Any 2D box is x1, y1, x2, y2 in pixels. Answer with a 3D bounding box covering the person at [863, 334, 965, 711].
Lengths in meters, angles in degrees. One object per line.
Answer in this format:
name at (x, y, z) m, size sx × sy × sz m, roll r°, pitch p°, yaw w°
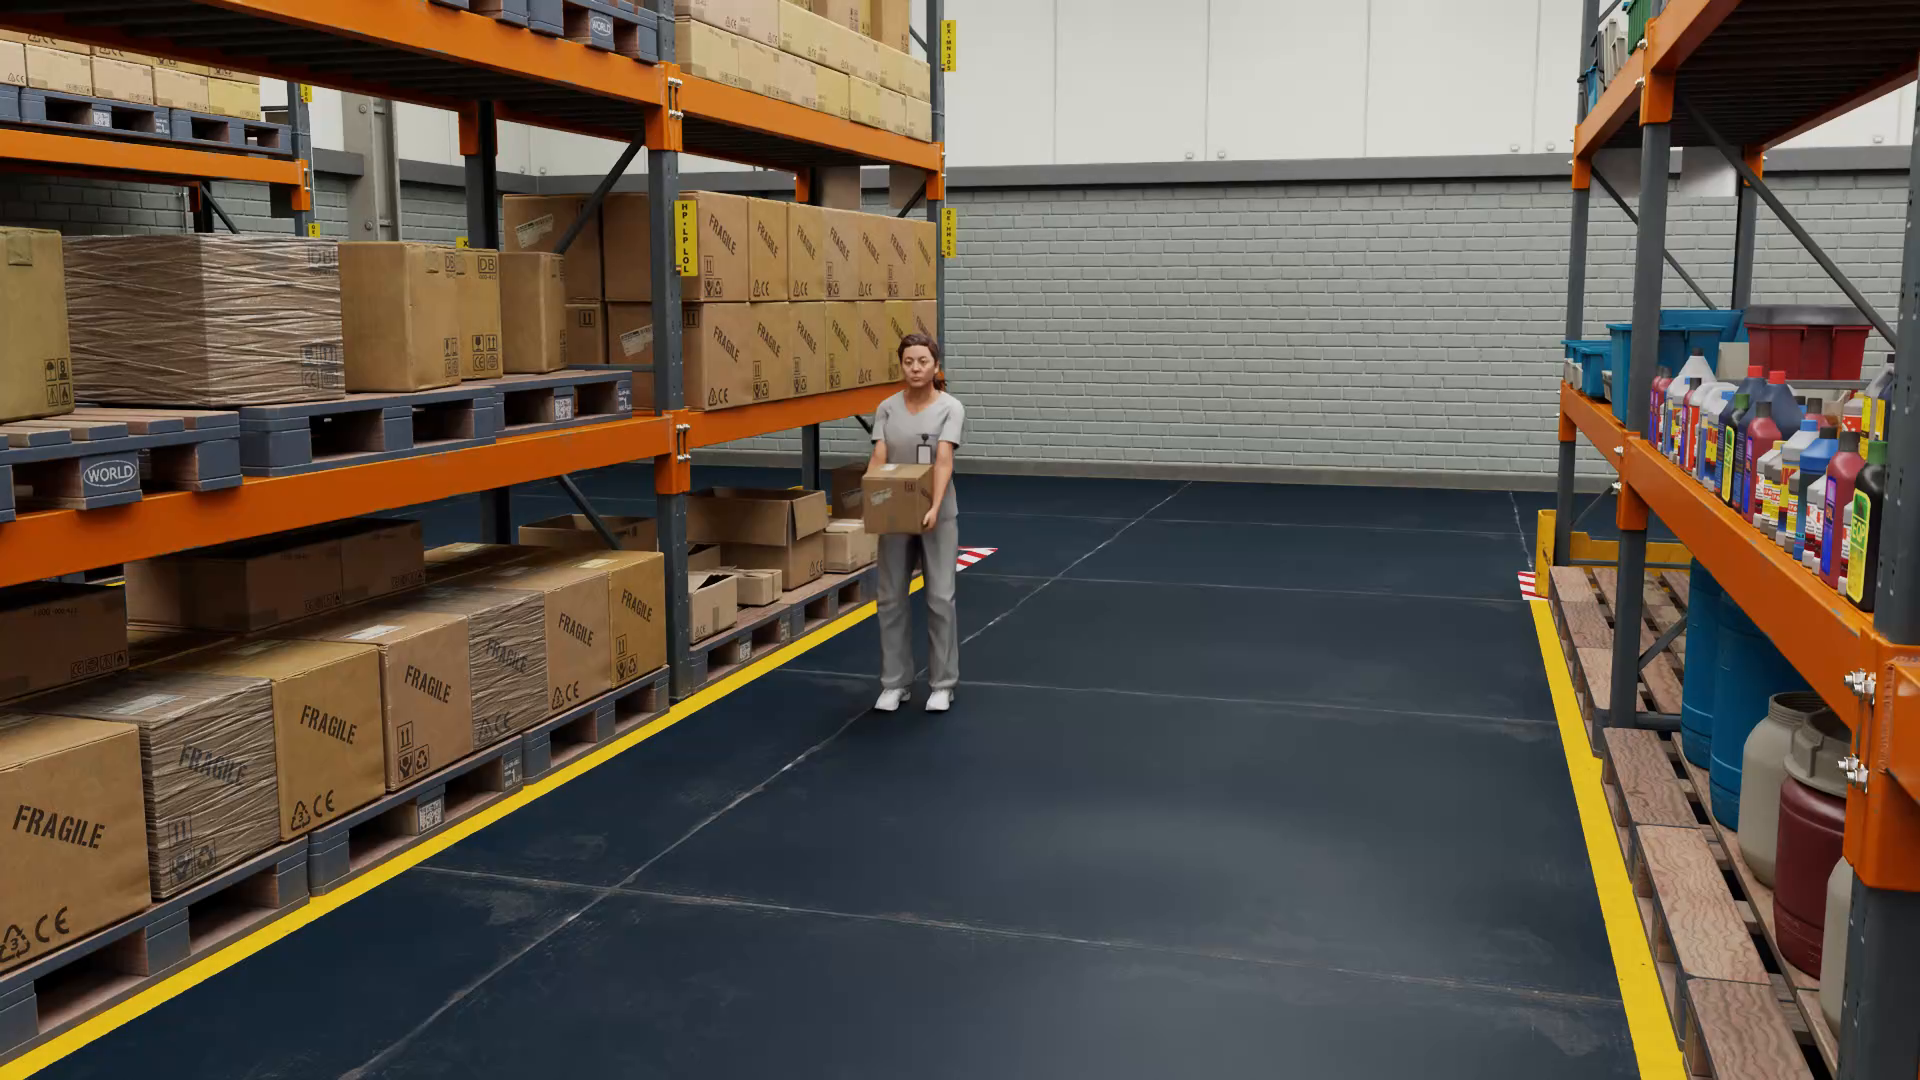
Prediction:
person at (-0.205, -0.069, 7.352) m, size 0.410 × 1.669 × 0.507 m, roll 2°, pitch 9°, yaw 15°
